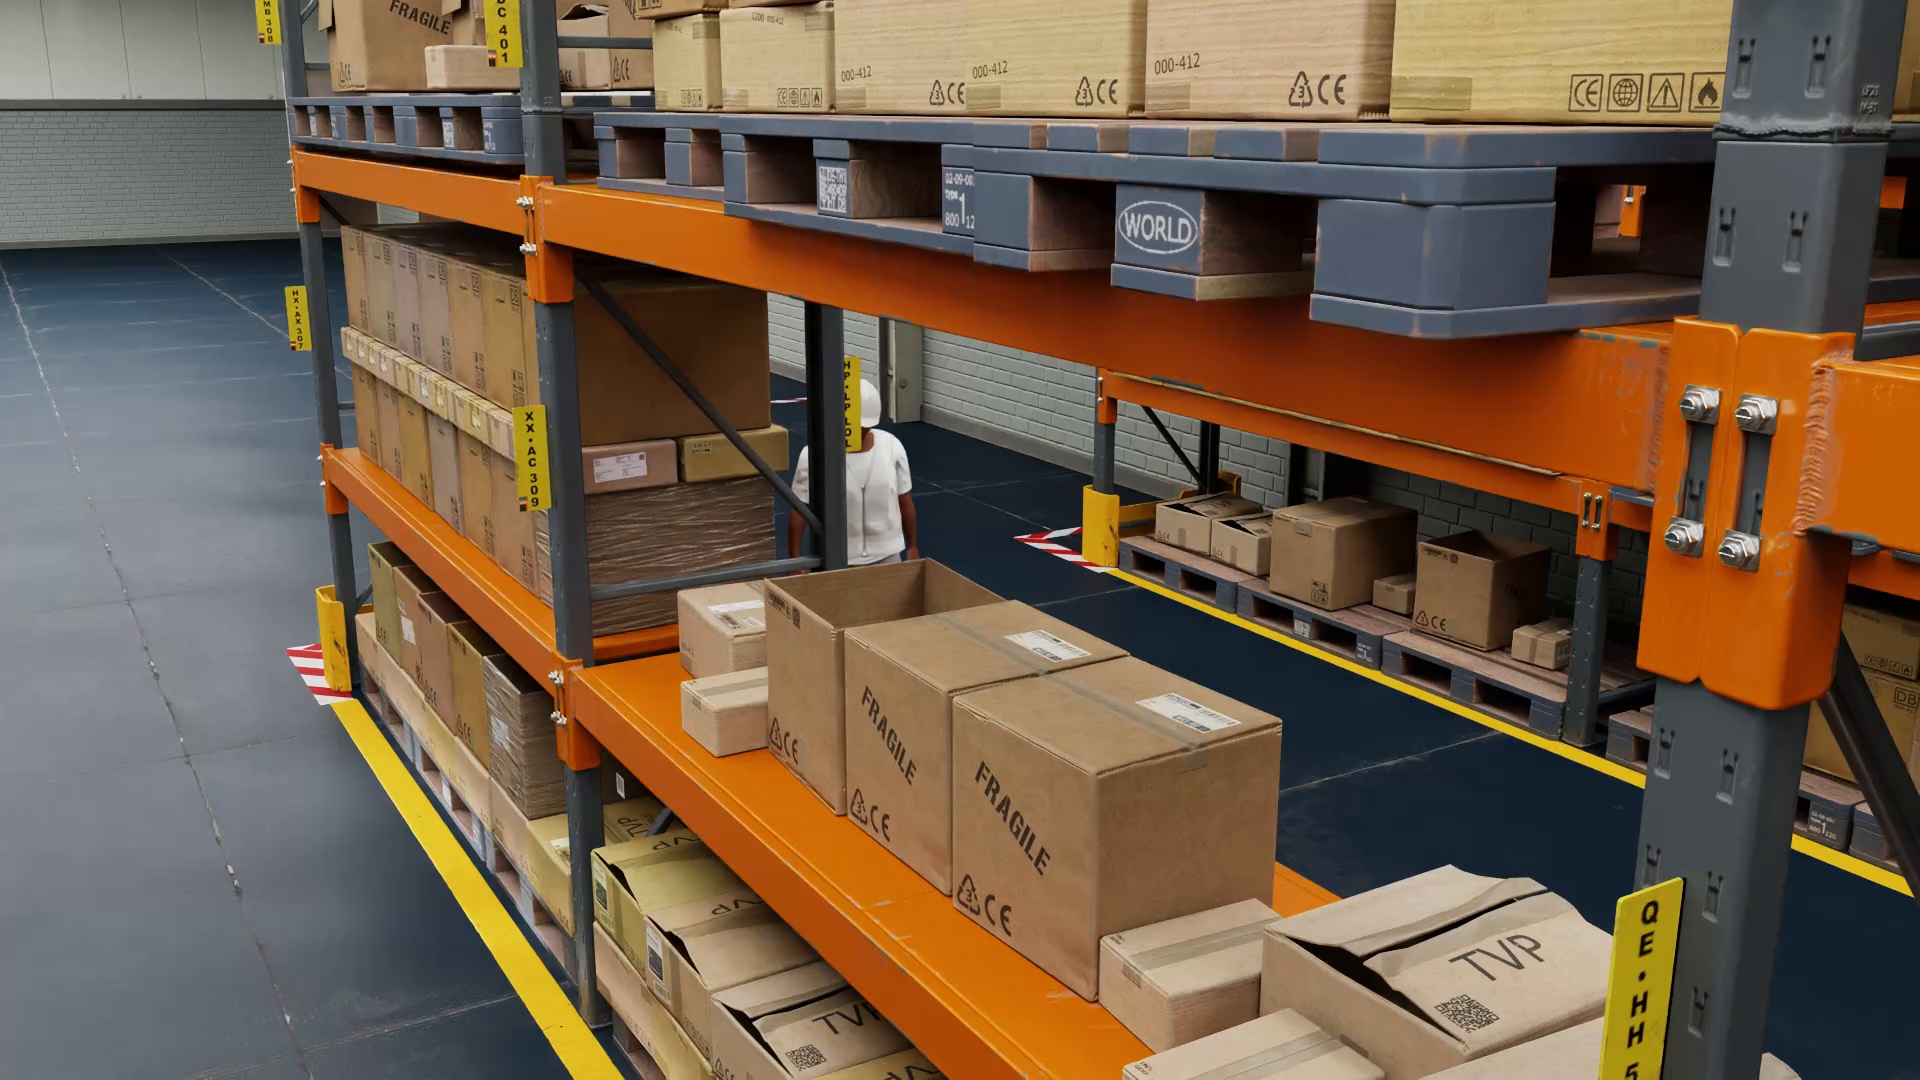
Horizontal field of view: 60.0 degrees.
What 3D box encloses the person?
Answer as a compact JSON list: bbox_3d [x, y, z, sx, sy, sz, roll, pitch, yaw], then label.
[{"bbox_3d":[-0.504,0.107,8.019,0.695,1.779,0.446,-3,15,-12],"label":"person"}]
